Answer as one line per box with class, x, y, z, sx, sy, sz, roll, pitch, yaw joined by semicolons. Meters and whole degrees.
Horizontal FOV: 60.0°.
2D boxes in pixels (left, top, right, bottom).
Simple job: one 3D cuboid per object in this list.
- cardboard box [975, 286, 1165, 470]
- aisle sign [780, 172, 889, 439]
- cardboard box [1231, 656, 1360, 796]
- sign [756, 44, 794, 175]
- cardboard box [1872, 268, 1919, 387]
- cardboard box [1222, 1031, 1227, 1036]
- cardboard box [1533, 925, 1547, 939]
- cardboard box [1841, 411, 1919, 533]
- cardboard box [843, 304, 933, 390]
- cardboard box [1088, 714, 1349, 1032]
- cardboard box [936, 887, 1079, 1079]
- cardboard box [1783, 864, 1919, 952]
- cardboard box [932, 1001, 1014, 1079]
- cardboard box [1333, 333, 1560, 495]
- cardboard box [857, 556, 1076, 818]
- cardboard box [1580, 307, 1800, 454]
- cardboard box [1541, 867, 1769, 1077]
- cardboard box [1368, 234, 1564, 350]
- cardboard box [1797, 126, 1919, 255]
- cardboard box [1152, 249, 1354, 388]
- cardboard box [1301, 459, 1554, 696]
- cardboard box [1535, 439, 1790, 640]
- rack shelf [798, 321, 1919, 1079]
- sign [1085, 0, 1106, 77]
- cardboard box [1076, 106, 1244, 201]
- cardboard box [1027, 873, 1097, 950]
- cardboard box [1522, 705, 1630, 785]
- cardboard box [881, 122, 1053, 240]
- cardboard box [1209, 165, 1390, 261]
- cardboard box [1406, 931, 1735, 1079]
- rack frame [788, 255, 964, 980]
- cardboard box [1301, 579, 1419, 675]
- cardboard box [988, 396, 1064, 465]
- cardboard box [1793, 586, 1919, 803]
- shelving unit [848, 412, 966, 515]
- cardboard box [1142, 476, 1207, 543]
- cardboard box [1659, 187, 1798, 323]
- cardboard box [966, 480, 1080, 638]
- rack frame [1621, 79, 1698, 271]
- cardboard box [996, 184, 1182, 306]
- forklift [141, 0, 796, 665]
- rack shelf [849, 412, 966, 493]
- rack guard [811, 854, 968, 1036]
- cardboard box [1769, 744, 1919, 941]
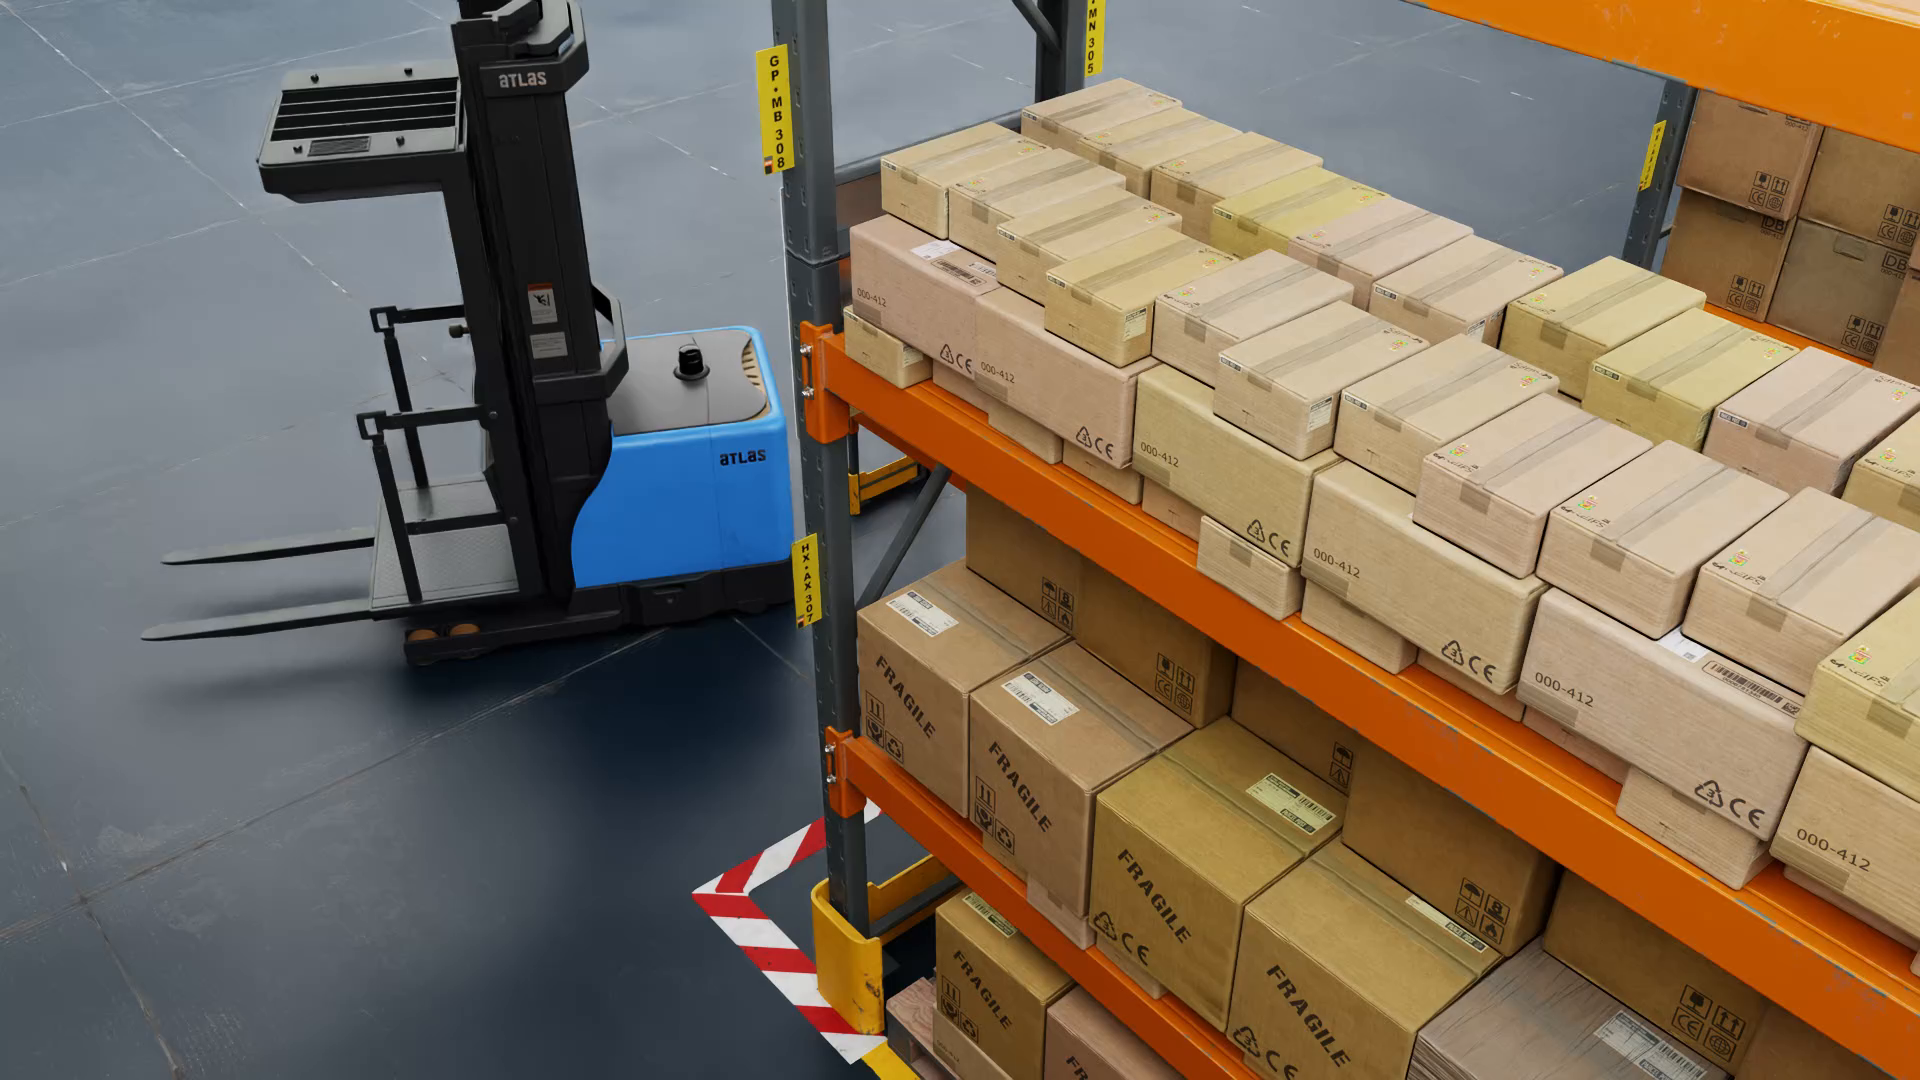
cardboard box;0.384;-0.458;3.980;0.500;0.250;0.500;-27;43;-32
aisle sign;-0.332;-0.694;4.786;0.394;0.787;0.004;-26;43;-32
cardboard box;1.170;0.266;4.472;0.700;0.500;0.500;-27;43;-32
sign;-0.469;-1.100;4.257;0.100;0.325;0.005;-26;43;-32
cardboard box;4.572;-0.998;7.335;0.875;0.550;0.550;-26;43;-32
cardboard box;0.827;1.187;4.597;0.380;0.149;0.250;-24;42;-30
cardboard box;1.458;0.929;4.400;0.500;0.500;0.500;-25;43;-31
cardboard box;1.871;-0.104;3.134;0.380;0.149;0.250;-28;44;-33
cardboard box;-0.089;-0.575;4.490;0.380;0.149;0.250;-26;43;-32
cardboard box;0.705;0.881;4.468;0.500;0.500;0.500;-27;43;-33
cardboard box;0.270;1.393;5.456;0.500;0.500;0.500;-28;44;-33
cardboard box;1.683;0.520;2.944;0.380;0.149;0.250;-28;44;-33
cardboard box;0.254;1.689;5.687;0.500;0.250;0.500;-26;43;-32
cardboard box;0.977;-0.252;3.343;0.380;0.149;0.250;-25;42;-31
cardboard box;0.039;0.429;5.106;0.500;0.500;0.500;-27;43;-32
cardboard box;1.506;-0.319;3.438;0.380;0.149;0.250;-25;42;-31
cardboard box;1.792;0.734;3.811;0.700;0.500;0.500;-27;43;-33
cardboard box;1.130;-0.528;3.733;0.380;0.149;0.250;-27;44;-33
cardboard box;4.297;-1.727;7.431;0.875;0.550;0.550;-26;43;-32
cardboard box;0.646;-0.484;3.672;0.380;0.149;0.250;-26;43;-32
cardboard box;1.052;-0.006;3.341;0.500;0.250;0.500;-25;42;-31
cardboard box;1.266;-0.009;3.000;0.380;0.149;0.250;-25;43;-31
rack shelf;1.236;0.231;3.757;1.077;0.370;4.000;-26;43;-32
sign;0.382;-1.505;4.819;0.100;0.325;0.005;-26;43;-32
cardboard box;0.526;-1.001;4.401;0.380;0.149;0.250;-25;42;-31
cardboard box;0.418;0.991;4.874;0.380;0.149;0.250;-25;42;-31
cardboard box;1.334;0.292;3.266;0.380;0.149;0.250;-25;42;-31
cardboard box;0.019;-0.935;4.309;0.380;0.149;0.250;-26;43;-32
cardboard box;0.829;-0.764;4.066;0.380;0.149;0.250;-26;43;-32
cardboard box;1.374;1.327;3.838;0.500;0.500;0.500;-25;42;-31
rack frame;-0.055;0.279;5.662;1.000;3.000;0.127;-26;43;-32
cardboard box;0.949;0.095;3.544;0.380;0.149;0.250;-27;44;-33
cardboard box;0.294;-0.363;4.190;0.380;0.149;0.250;-25;42;-31
cardboard box;1.561;0.239;2.650;0.380;0.149;0.250;-25;42;-31
shelving unit;-0.049;-0.646;8.265;0.587;1.500;1.083;-26;43;-32
cardboard box;0.647;-0.147;3.886;0.380;0.149;0.250;-27;44;-33
cardboard box;3.935;-1.526;8.081;0.875;0.550;0.550;-26;43;-32
cardboard box;0.442;-0.147;5.055;0.700;0.500;0.500;-27;43;-33
rack frame;3.661;-1.612;8.332;1.000;3.000;0.127;-26;43;-32
cardboard box;0.308;-0.697;3.972;0.380;0.149;0.250;-26;43;-32
forklift;-2.356;-0.945;7.449;3.031;2.935;1.130;-8;36;-11
rack shelf;-0.055;-0.503;8.375;0.538;0.185;1.000;-26;43;-32
rack guard;-0.006;1.332;6.337;1.175;0.500;0.348;-26;43;-32
cardboard box;1.709;0.443;2.707;0.500;0.250;0.500;-27;43;-32
